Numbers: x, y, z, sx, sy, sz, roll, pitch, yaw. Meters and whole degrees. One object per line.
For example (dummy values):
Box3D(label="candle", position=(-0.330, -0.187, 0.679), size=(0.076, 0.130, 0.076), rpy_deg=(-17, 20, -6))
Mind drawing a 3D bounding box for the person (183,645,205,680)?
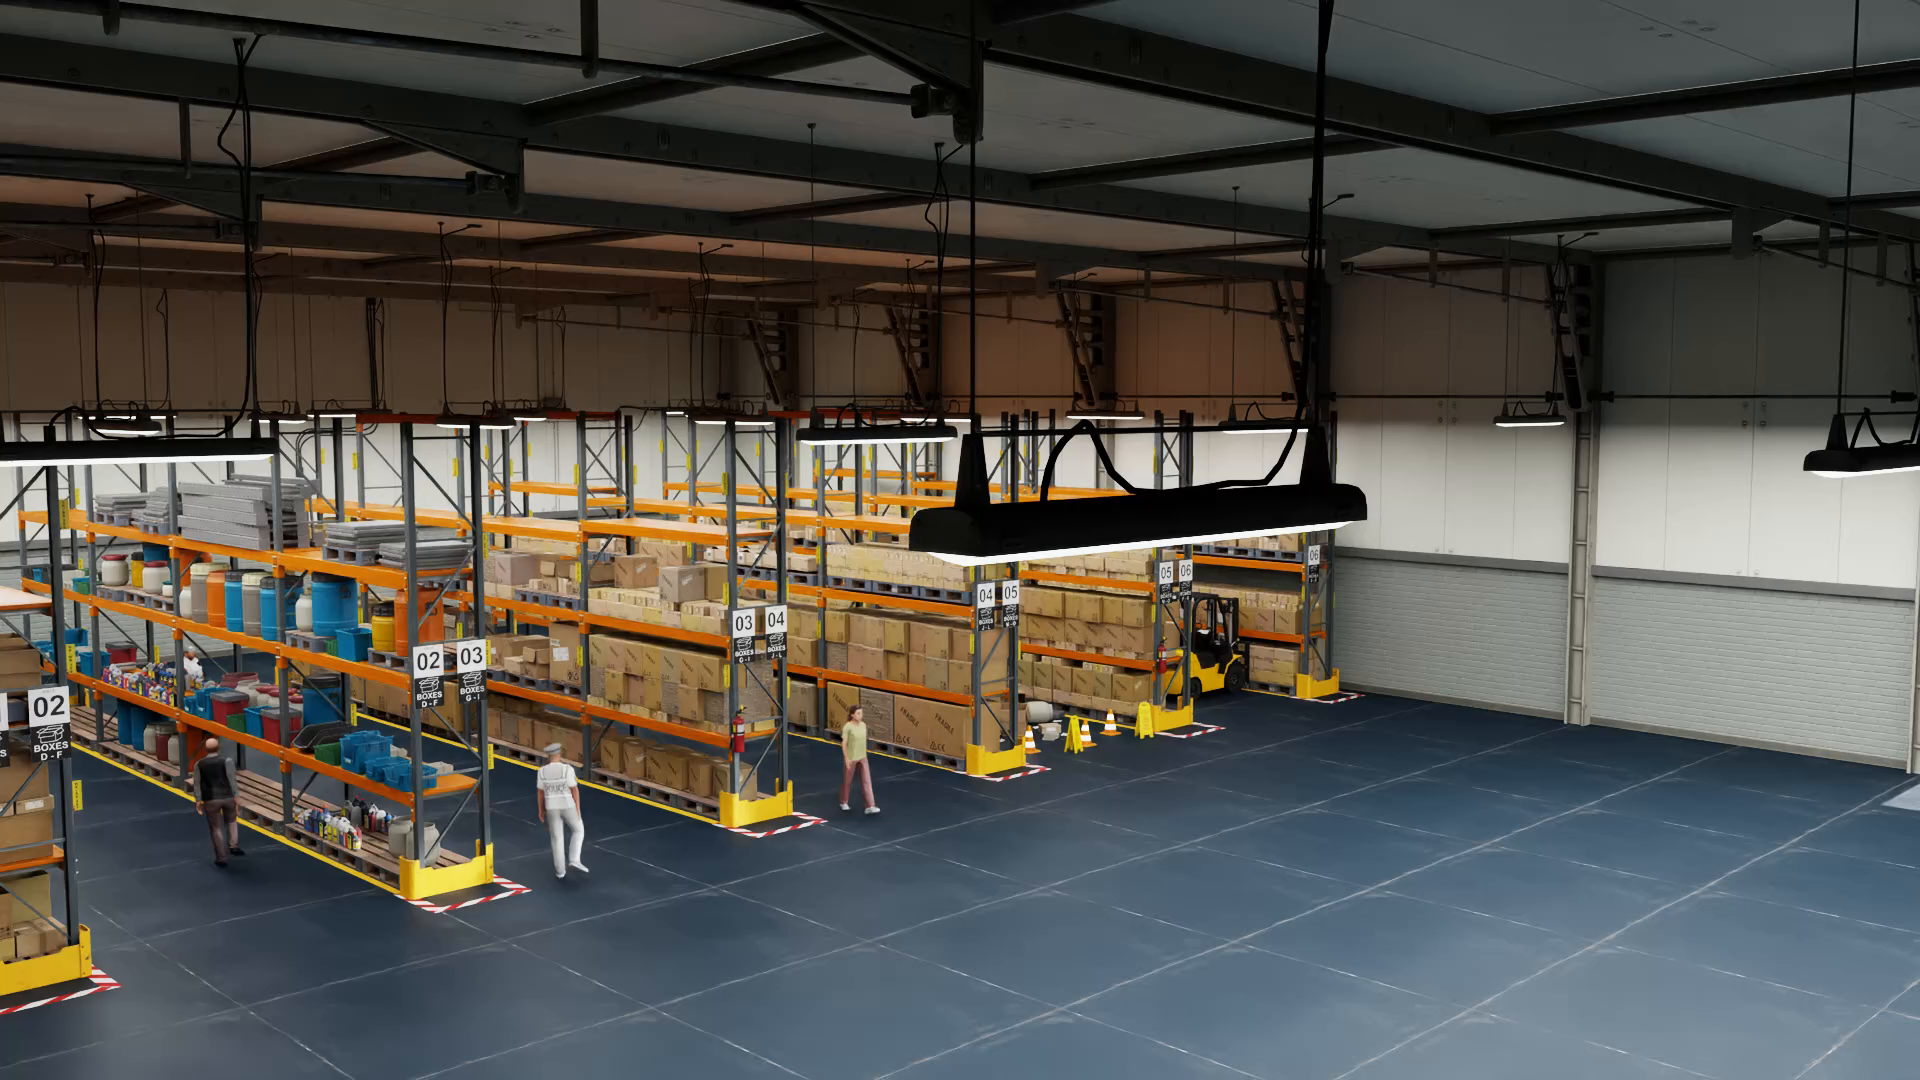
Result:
Box3D(label="person", position=(-14.508, 2.781, 31.386), size=(1.016, 1.611, 0.564), rpy_deg=(3, 6, 31))

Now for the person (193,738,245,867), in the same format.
Box3D(label="person", position=(-9.985, 3.524, 22.401), size=(0.576, 1.710, 0.481), rpy_deg=(-4, 6, -36))

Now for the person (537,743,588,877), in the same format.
Box3D(label="person", position=(-5.244, 3.552, 21.916), size=(0.654, 1.730, 0.495), rpy_deg=(0, 5, -4))

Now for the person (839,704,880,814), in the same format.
Box3D(label="person", position=(-1.555, 3.312, 25.143), size=(0.496, 1.637, 0.911), rpy_deg=(-4, 6, -36))
